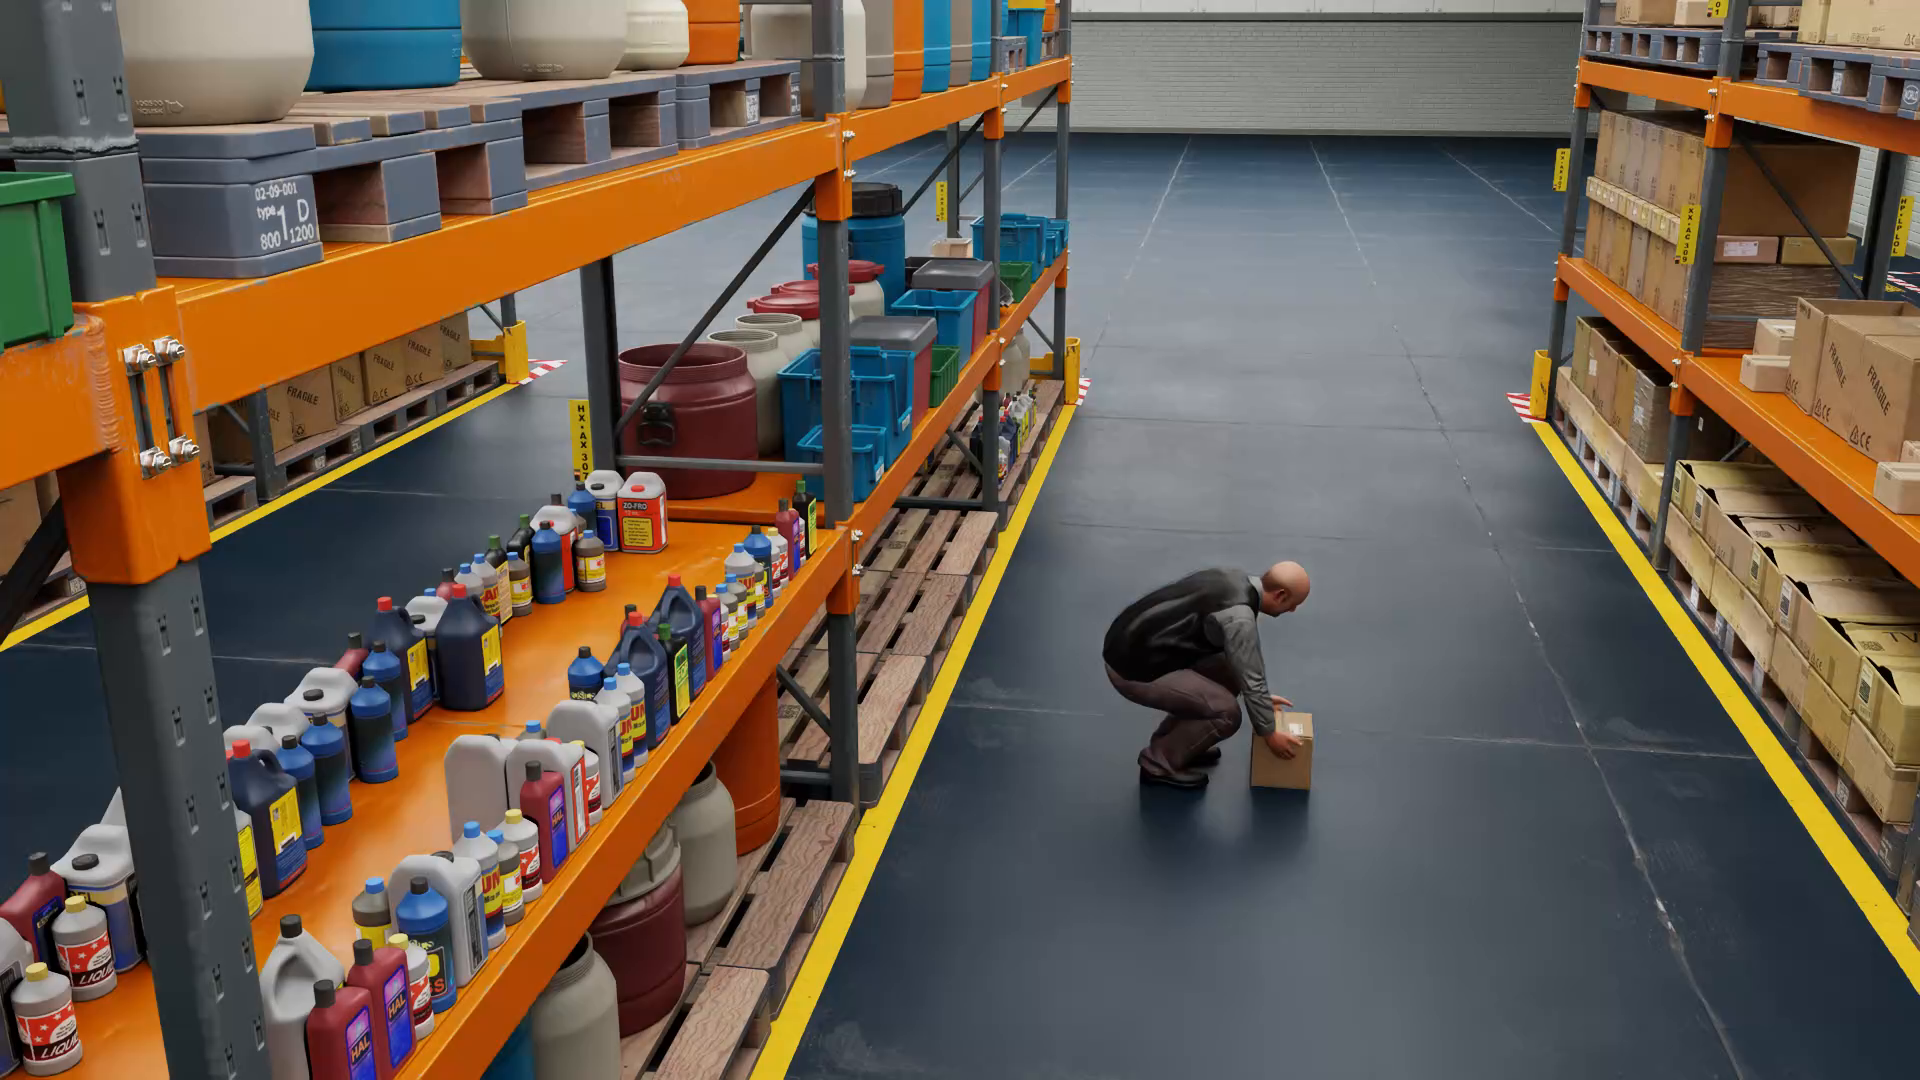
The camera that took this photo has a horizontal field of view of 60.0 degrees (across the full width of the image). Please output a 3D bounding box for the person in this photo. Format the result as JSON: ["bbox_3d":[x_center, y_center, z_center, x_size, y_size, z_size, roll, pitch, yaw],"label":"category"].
[{"bbox_3d":[1.048,0.547,7.162,0.859,0.963,0.547,3,18,9],"label":"person"}]
